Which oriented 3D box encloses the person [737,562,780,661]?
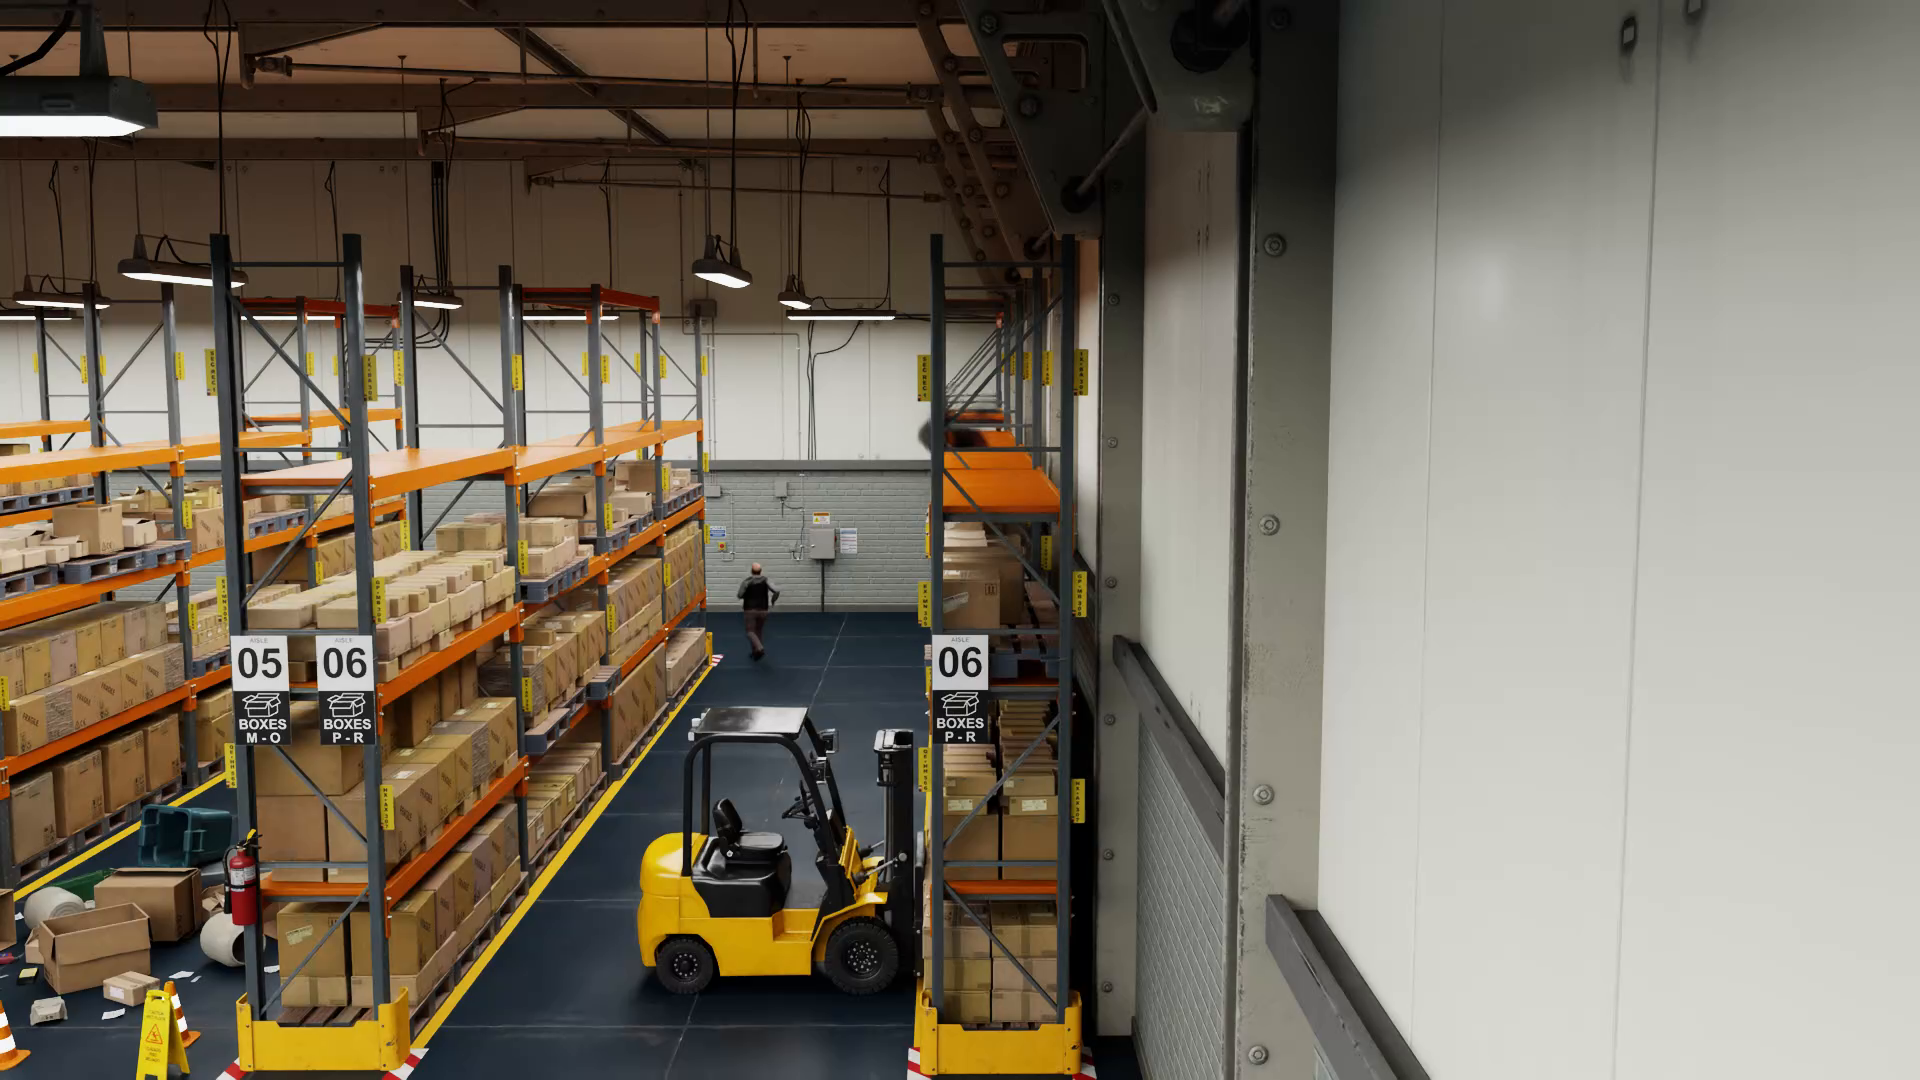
[{"bbox_3d":[-3.451,1.211,28.093,0.669,1.687,0.921,-3,7,-27],"label":"person"}]
